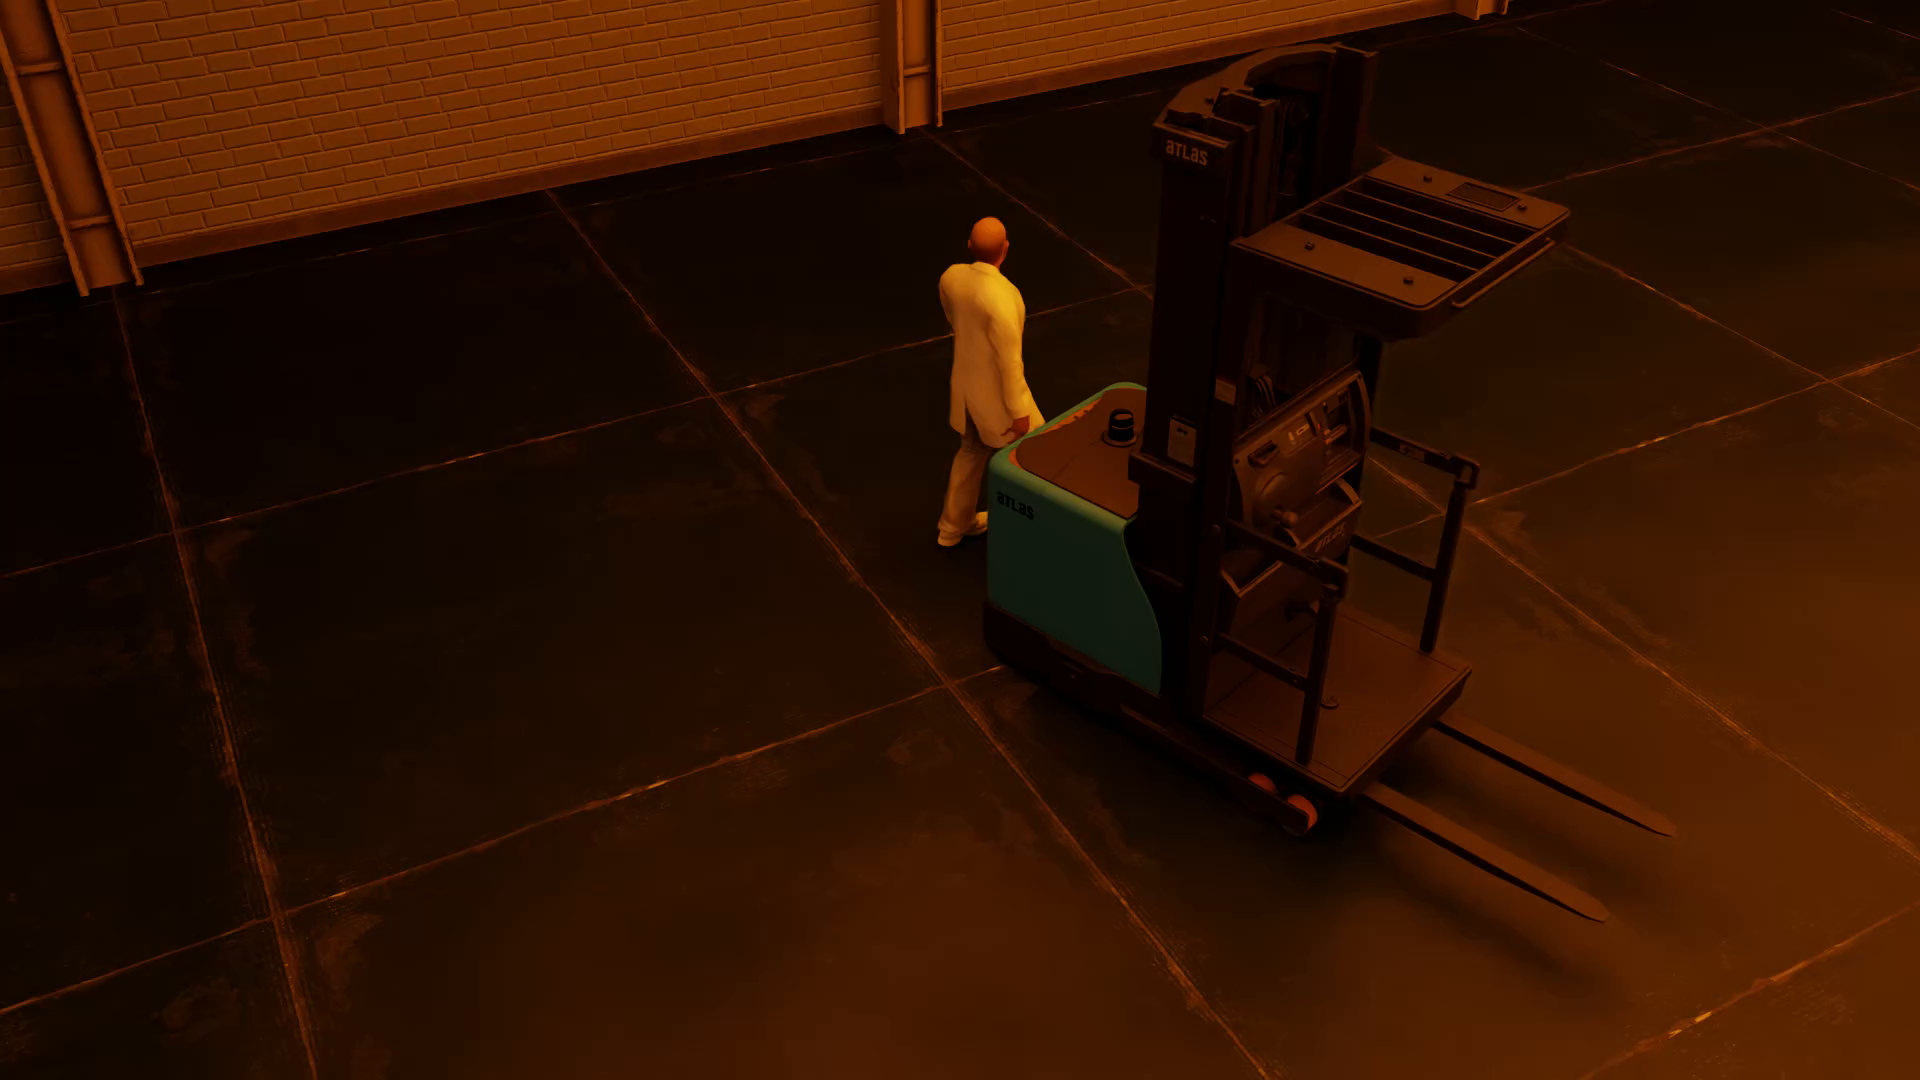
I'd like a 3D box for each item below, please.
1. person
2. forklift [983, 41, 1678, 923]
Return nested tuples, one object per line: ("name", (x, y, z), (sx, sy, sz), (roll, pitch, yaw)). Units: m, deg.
("person", (0.219, -0.796, 8.272), (0.764, 1.755, 0.773), (-23, 41, -29))
("forklift", (1.533, -0.312, 6.565), (3.031, 2.935, 1.130), (28, 44, 34))
